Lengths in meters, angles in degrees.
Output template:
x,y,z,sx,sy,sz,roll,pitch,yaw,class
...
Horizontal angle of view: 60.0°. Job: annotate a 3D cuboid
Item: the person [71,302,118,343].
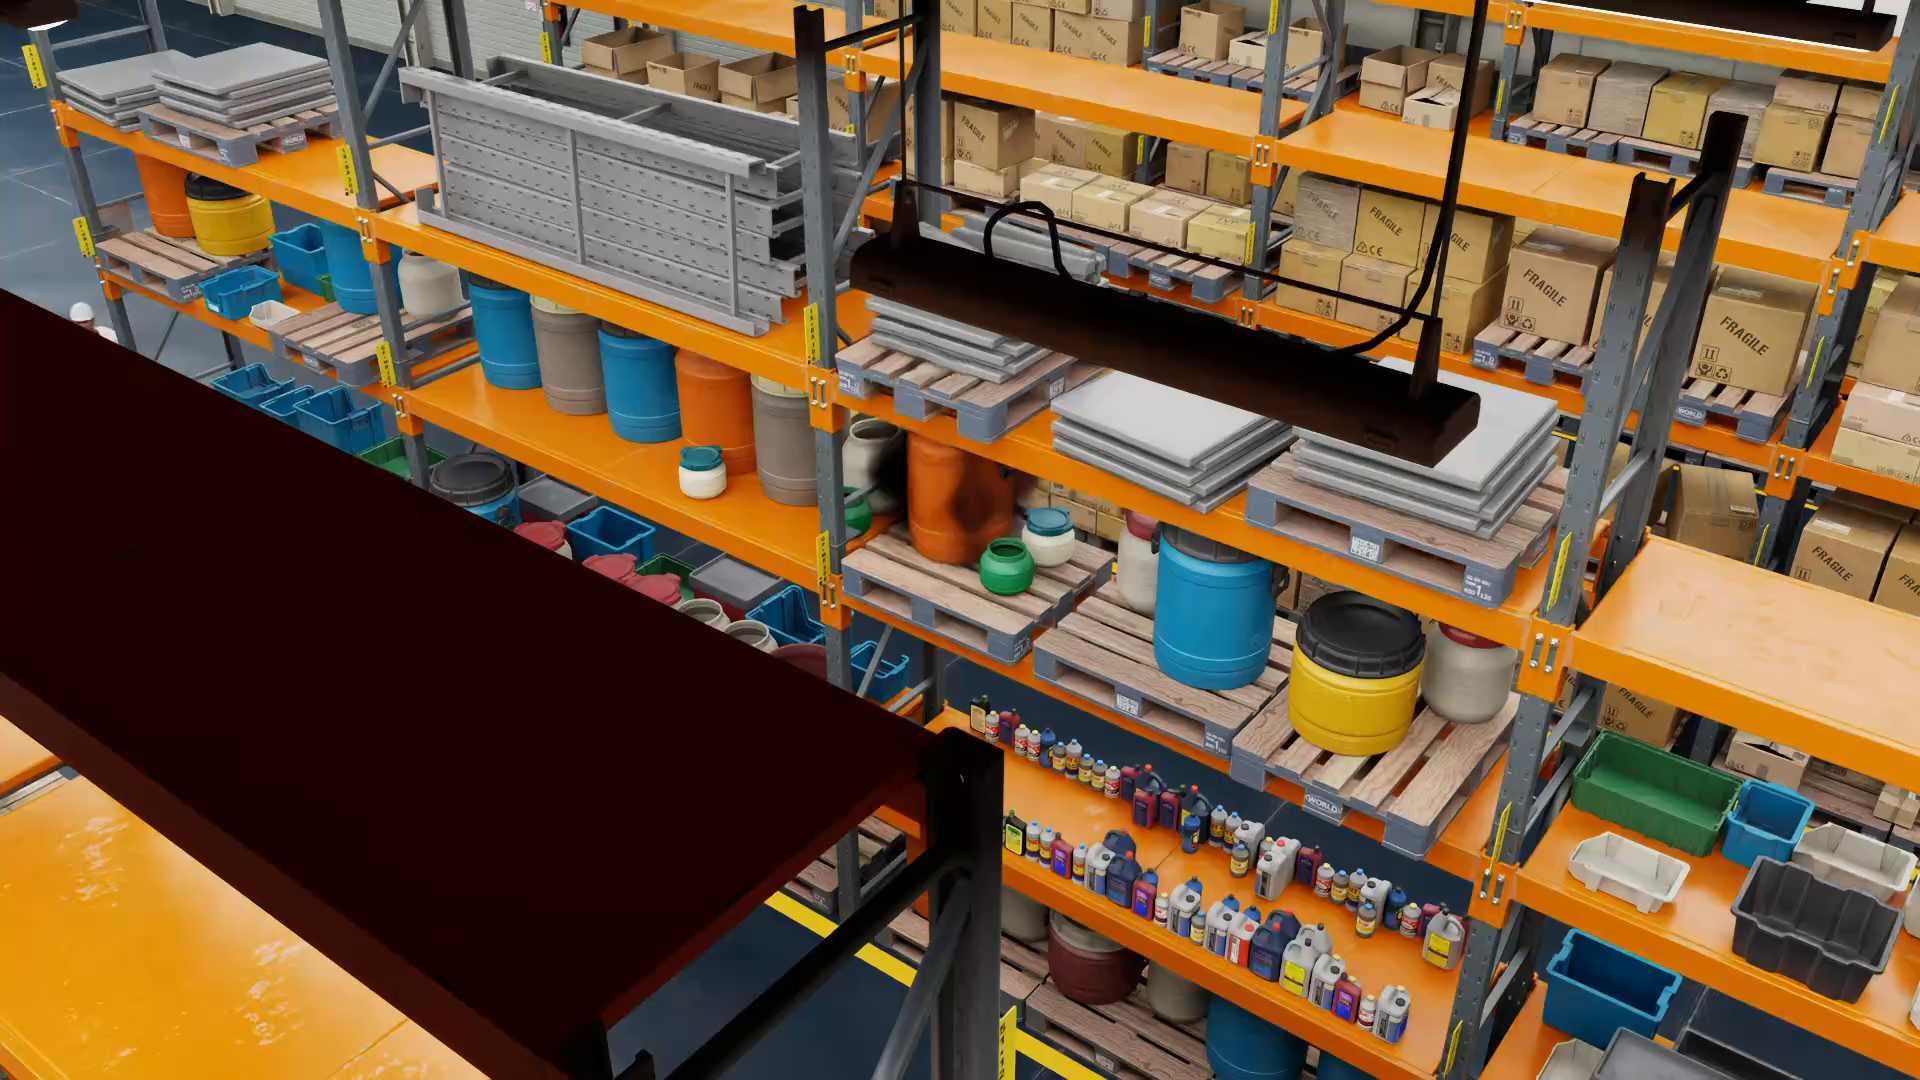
x,y,z,sx,sy,sz,roll,pitch,yaw,class
-8.108,-1.414,15.913,0.689,1.750,0.578,18,36,27,person
